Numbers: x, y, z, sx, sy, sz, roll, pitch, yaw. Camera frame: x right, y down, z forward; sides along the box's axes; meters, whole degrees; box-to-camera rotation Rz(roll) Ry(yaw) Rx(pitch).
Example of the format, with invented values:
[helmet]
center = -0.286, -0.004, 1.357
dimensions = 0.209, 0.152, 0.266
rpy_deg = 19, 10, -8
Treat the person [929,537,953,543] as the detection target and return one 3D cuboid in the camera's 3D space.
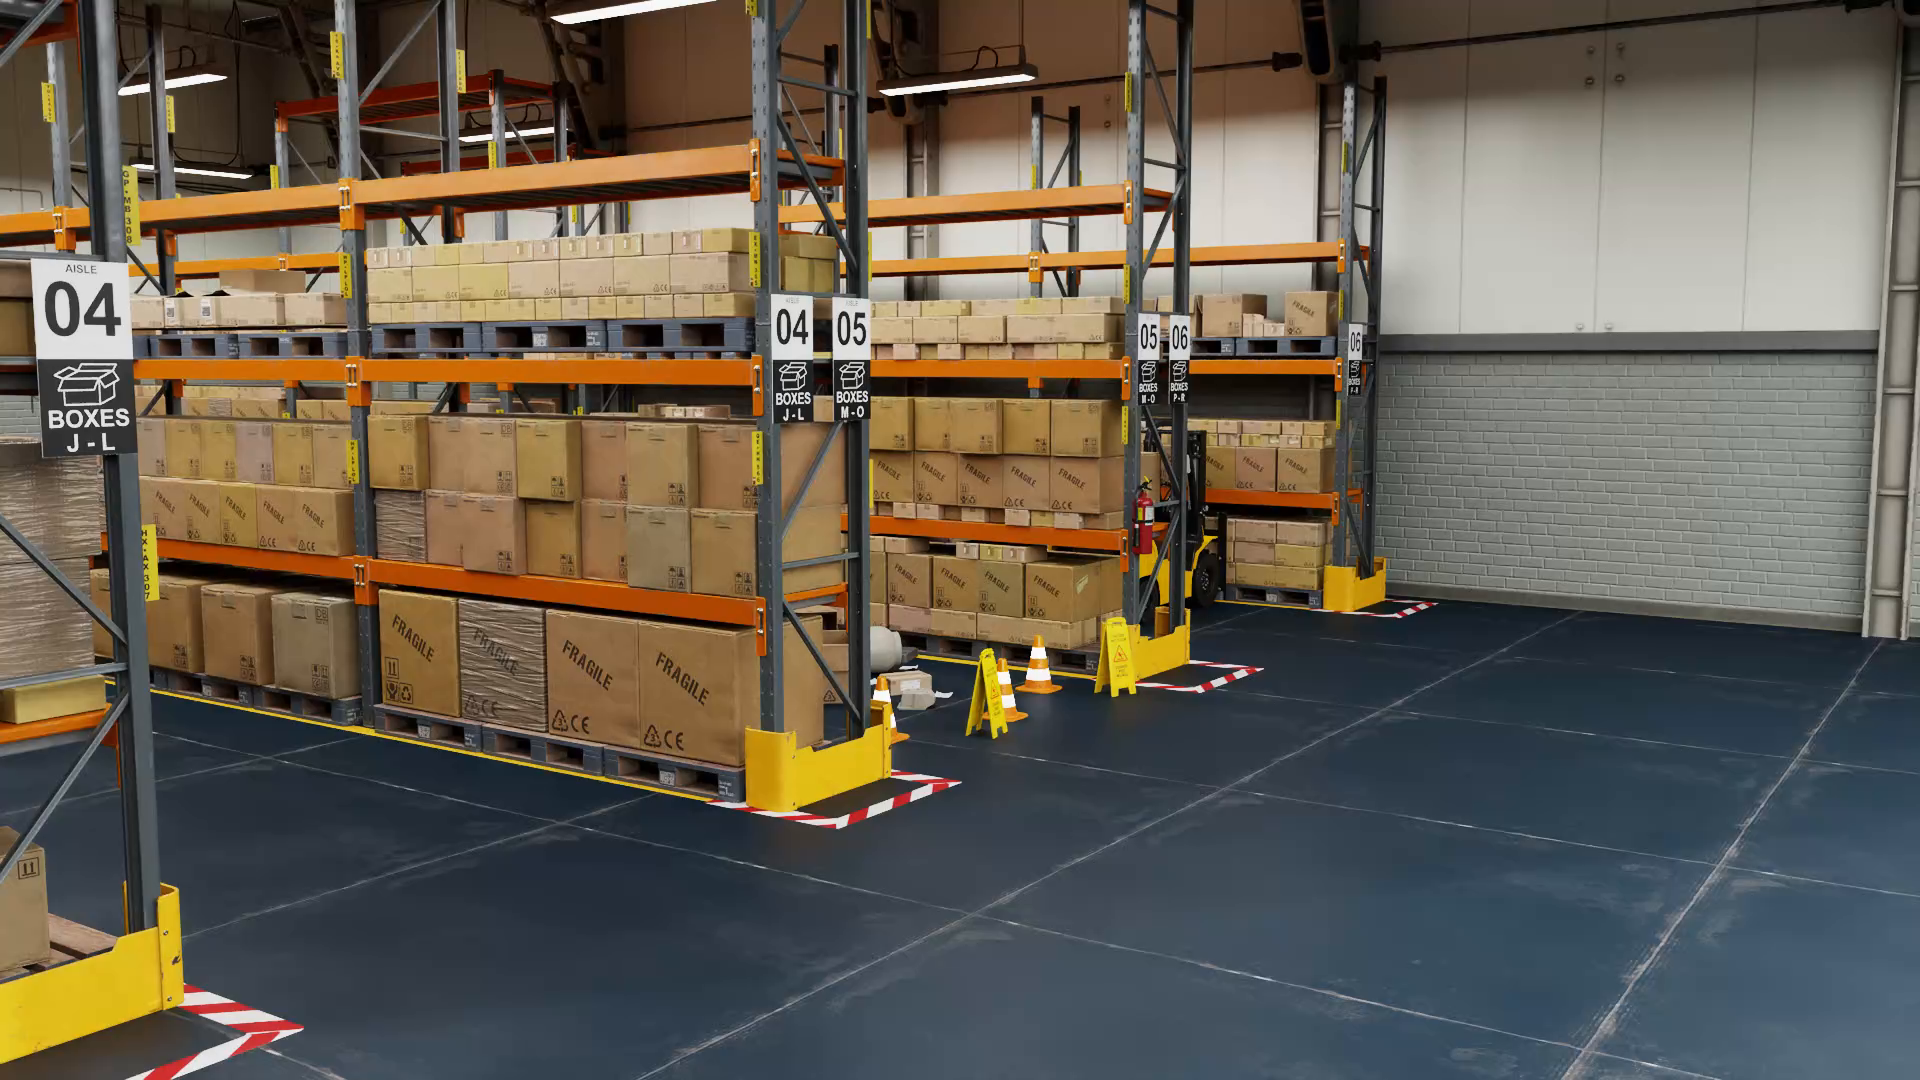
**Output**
[person]
center = -0.341, -0.118, 18.849
dimensions = 0.644, 1.774, 0.426
rpy_deg = 4, 7, 34
